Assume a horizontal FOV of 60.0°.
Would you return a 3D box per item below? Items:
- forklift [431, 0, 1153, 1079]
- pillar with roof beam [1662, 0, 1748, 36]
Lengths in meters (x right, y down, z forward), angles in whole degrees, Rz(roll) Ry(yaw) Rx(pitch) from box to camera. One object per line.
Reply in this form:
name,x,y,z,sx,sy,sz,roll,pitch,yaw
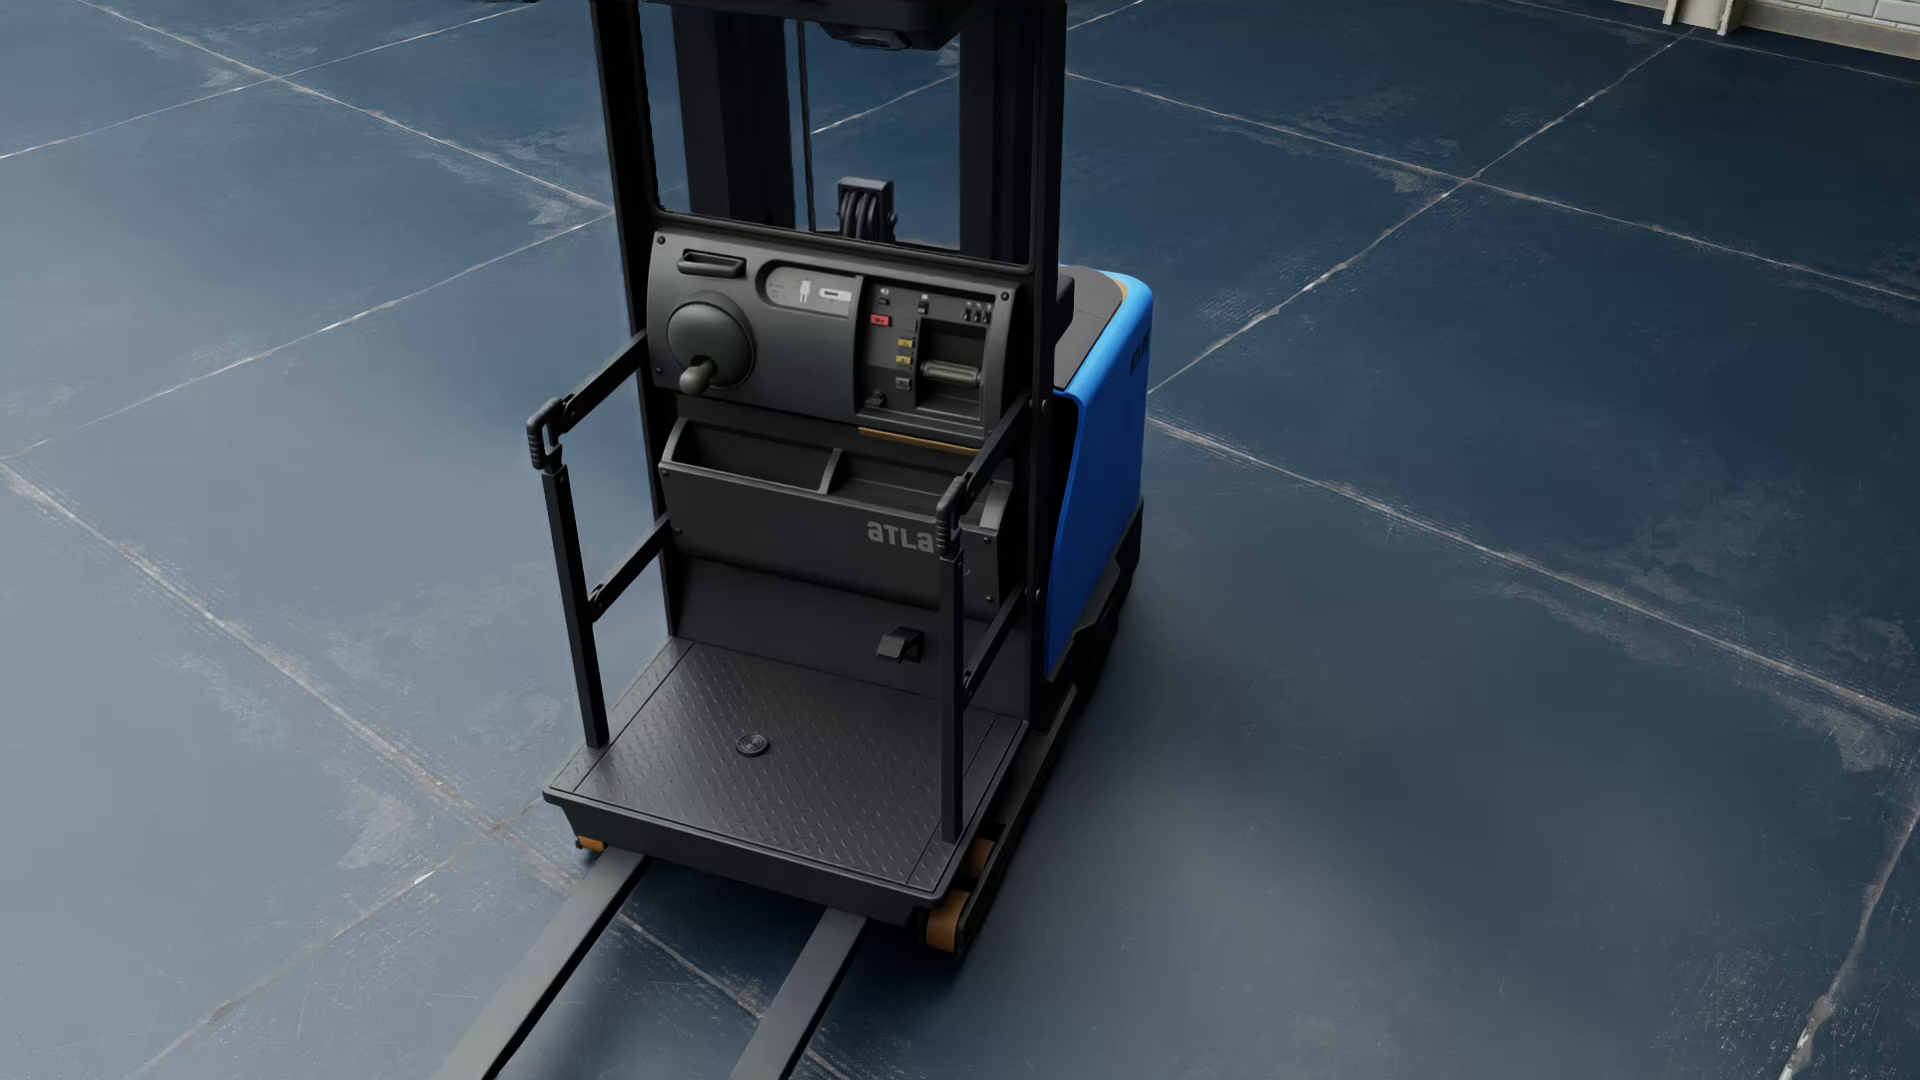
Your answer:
forklift,-0.391,-0.428,3.784,1.130,2.935,3.031,12,36,17
pillar with roof beam,1.931,-5.097,5.222,0.400,9.000,9.100,25,42,32
